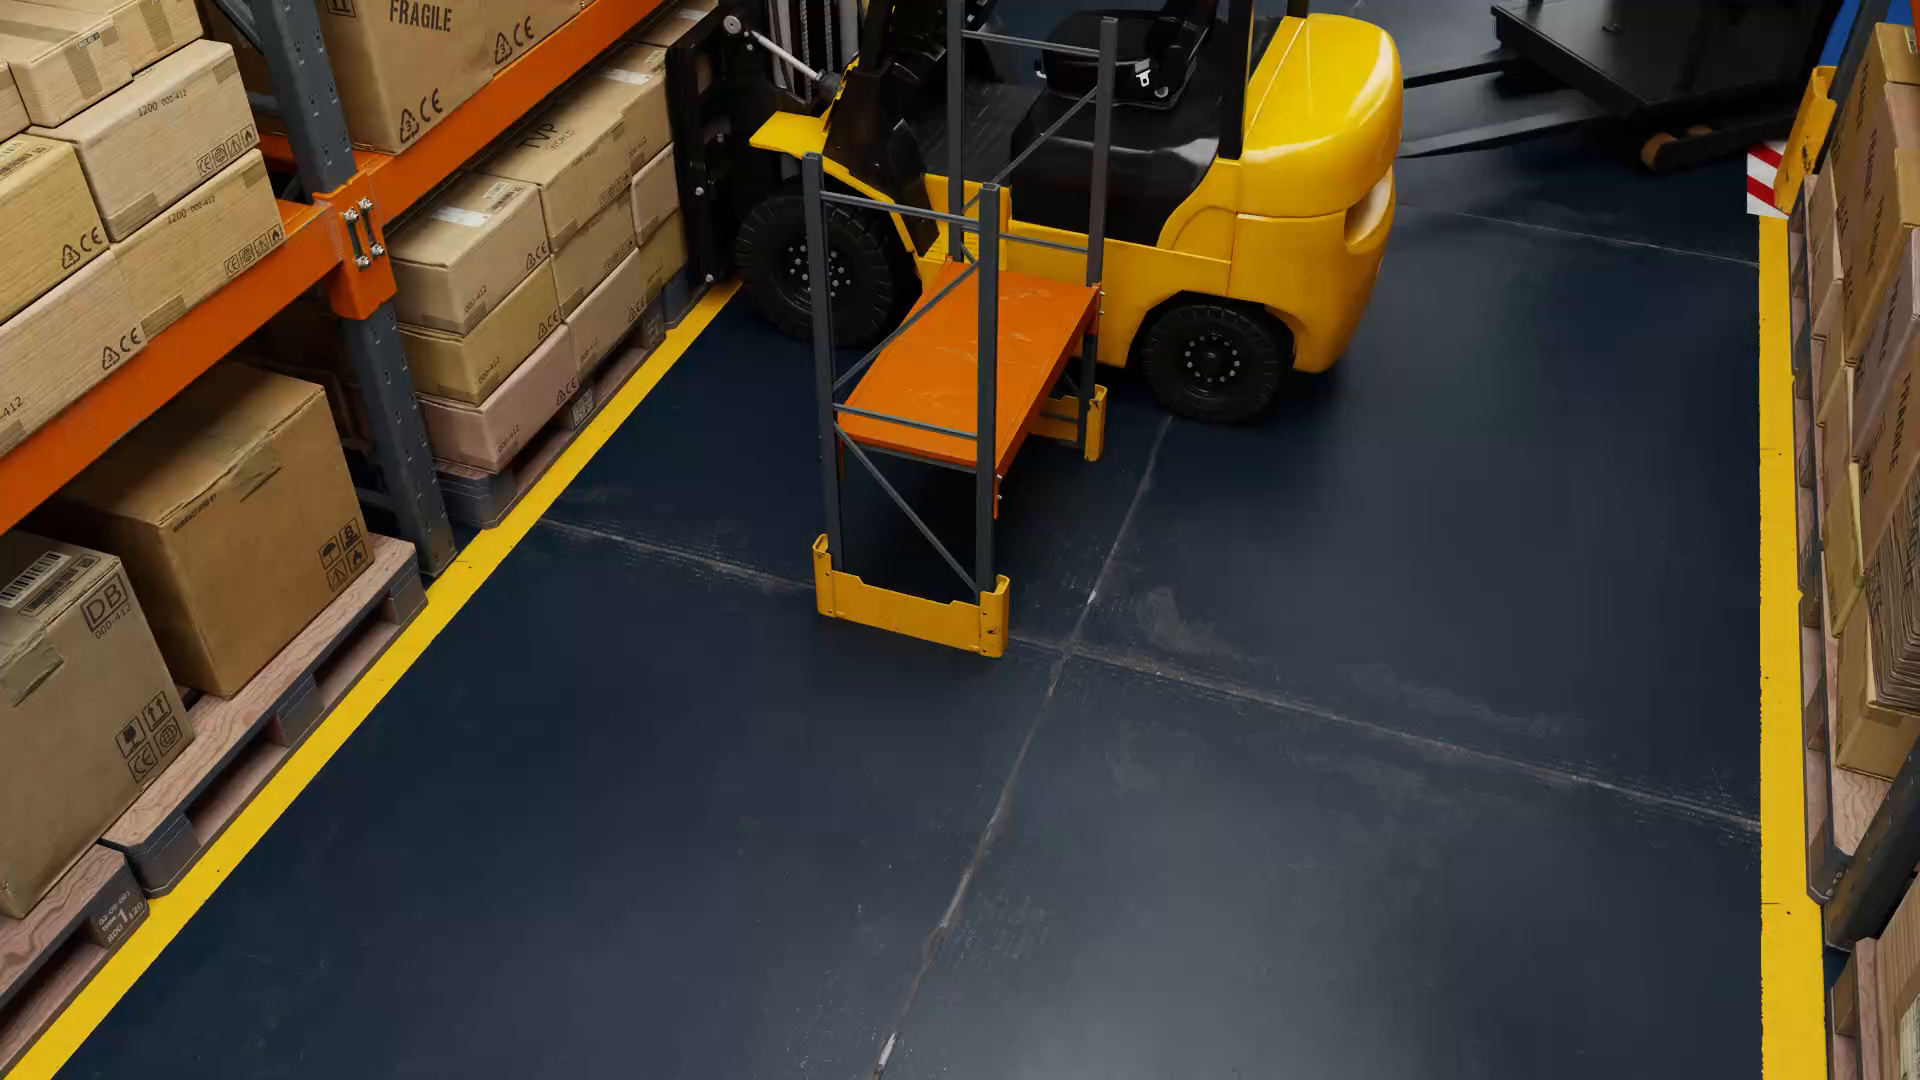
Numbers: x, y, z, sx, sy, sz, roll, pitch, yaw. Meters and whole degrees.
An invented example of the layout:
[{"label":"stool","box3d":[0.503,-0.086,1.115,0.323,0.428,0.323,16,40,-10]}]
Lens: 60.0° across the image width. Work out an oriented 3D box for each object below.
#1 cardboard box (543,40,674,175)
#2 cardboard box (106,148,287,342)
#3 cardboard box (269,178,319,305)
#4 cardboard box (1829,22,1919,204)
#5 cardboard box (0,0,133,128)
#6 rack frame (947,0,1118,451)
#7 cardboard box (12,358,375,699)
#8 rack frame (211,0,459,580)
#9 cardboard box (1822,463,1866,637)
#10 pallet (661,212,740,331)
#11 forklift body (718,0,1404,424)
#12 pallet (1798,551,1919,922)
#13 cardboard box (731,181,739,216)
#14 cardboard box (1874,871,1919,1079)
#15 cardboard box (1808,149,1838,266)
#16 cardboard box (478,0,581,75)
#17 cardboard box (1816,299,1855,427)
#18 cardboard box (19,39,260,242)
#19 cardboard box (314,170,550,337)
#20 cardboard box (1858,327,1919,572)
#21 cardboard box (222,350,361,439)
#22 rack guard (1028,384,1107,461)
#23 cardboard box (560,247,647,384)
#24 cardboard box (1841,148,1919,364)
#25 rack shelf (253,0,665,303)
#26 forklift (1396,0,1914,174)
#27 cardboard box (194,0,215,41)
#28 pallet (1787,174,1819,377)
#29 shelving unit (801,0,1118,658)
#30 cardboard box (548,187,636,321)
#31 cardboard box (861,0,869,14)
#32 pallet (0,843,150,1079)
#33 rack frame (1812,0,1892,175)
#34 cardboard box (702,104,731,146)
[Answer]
[{"label":"cardboard box","box3d":[-1.252,-1.502,5.724,0.500,0.250,0.500,15,43,17]},{"label":"cardboard box","box3d":[-1.983,-0.744,3.927,0.500,0.250,0.500,14,42,16]},{"label":"cardboard box","box3d":[-2.070,-1.004,5.140,0.500,0.250,0.500,14,42,16]},{"label":"cardboard box","box3d":[3.434,-1.461,5.868,0.500,0.500,0.500,12,42,14]},{"label":"cardboard box","box3d":[-2.036,-1.032,3.572,0.380,0.149,0.250,13,42,14]},{"label":"rack frame","box3d":[0.203,-0.933,5.188,0.500,1.500,0.032,13,42,15]},{"label":"cardboard box","box3d":[-2.224,-0.102,4.565,0.875,0.625,0.625,15,43,17]},{"label":"rack frame","box3d":[-2.056,-1.167,4.306,1.000,3.000,0.127,13,42,15]},{"label":"cardboard box","box3d":[2.732,0.072,4.650,0.500,0.250,0.500,12,42,14]},{"label":"pallet","box3d":[-1.330,-1.328,6.644,1.003,0.211,1.213,13,42,15]},{"label":"forklift body","box3d":[0.377,-1.722,5.611,2.313,2.155,1.214,13,42,15]},{"label":"pallet","box3d":[2.806,0.576,4.412,1.003,0.211,1.213,13,42,15]},{"label":"cardboard box","box3d":[-1.067,-1.437,6.418,0.500,0.250,0.500,15,43,16]},{"label":"cardboard box","box3d":[2.432,1.093,3.359,0.950,0.372,0.625,14,42,16]},{"label":"cardboard box","box3d":[3.441,-1.190,6.129,0.500,0.250,0.500,13,42,15]},{"label":"cardboard box","box3d":[-1.497,-1.739,4.900,0.500,0.500,0.500,14,42,16]},{"label":"cardboard box","box3d":[3.085,-0.545,5.372,0.500,0.250,0.500,16,43,18]},{"label":"cardboard box","box3d":[-1.984,-0.943,3.775,0.500,0.250,0.500,12,42,14]},{"label":"cardboard box","box3d":[-1.596,-0.886,5.002,0.500,0.250,0.500,13,42,14]},{"label":"cardboard box","box3d":[2.732,-0.197,4.387,0.500,0.500,0.500,14,42,16]},{"label":"cardboard box","box3d":[-2.080,-0.621,5.462,0.500,0.250,0.500,14,42,16]},{"label":"rack guard","box3d":[0.196,-0.445,5.579,0.587,0.250,0.087,13,42,15]},{"label":"cardboard box","box3d":[-1.421,-0.815,5.689,0.500,0.250,0.500,12,42,14]},{"label":"cardboard box","box3d":[3.080,-0.837,5.137,0.500,0.500,0.500,14,42,16]},{"label":"rack shelf","box3d":[-1.372,-2.113,5.970,1.077,0.370,4.000,13,42,15]},{"label":"forklift","box3d":[3.050,-3.063,6.582,3.031,2.935,1.130,-15,43,-17]},{"label":"cardboard box","box3d":[-2.157,-1.539,4.665,0.500,0.500,0.500,13,42,15]},{"label":"pallet","box3d":[3.640,-0.912,6.156,1.003,0.211,1.213,13,42,15]},{"label":"shelving unit","box3d":[0.026,-0.617,4.818,0.587,1.500,1.083,13,42,15]},{"label":"cardboard box","box3d":[-1.430,-1.005,5.526,0.500,0.250,0.500,13,42,15]},{"label":"cardboard box","box3d":[-0.561,-2.544,7.330,0.500,0.250,0.500,13,42,15]},{"label":"pallet","box3d":[-2.687,1.099,3.799,1.003,0.211,1.213,13,42,15]},{"label":"rack frame","box3d":[3.977,-2.507,5.877,1.000,3.000,0.127,13,42,15]},{"label":"cardboard box","box3d":[-1.074,-1.616,6.243,0.500,0.250,0.500,13,42,15]}]
